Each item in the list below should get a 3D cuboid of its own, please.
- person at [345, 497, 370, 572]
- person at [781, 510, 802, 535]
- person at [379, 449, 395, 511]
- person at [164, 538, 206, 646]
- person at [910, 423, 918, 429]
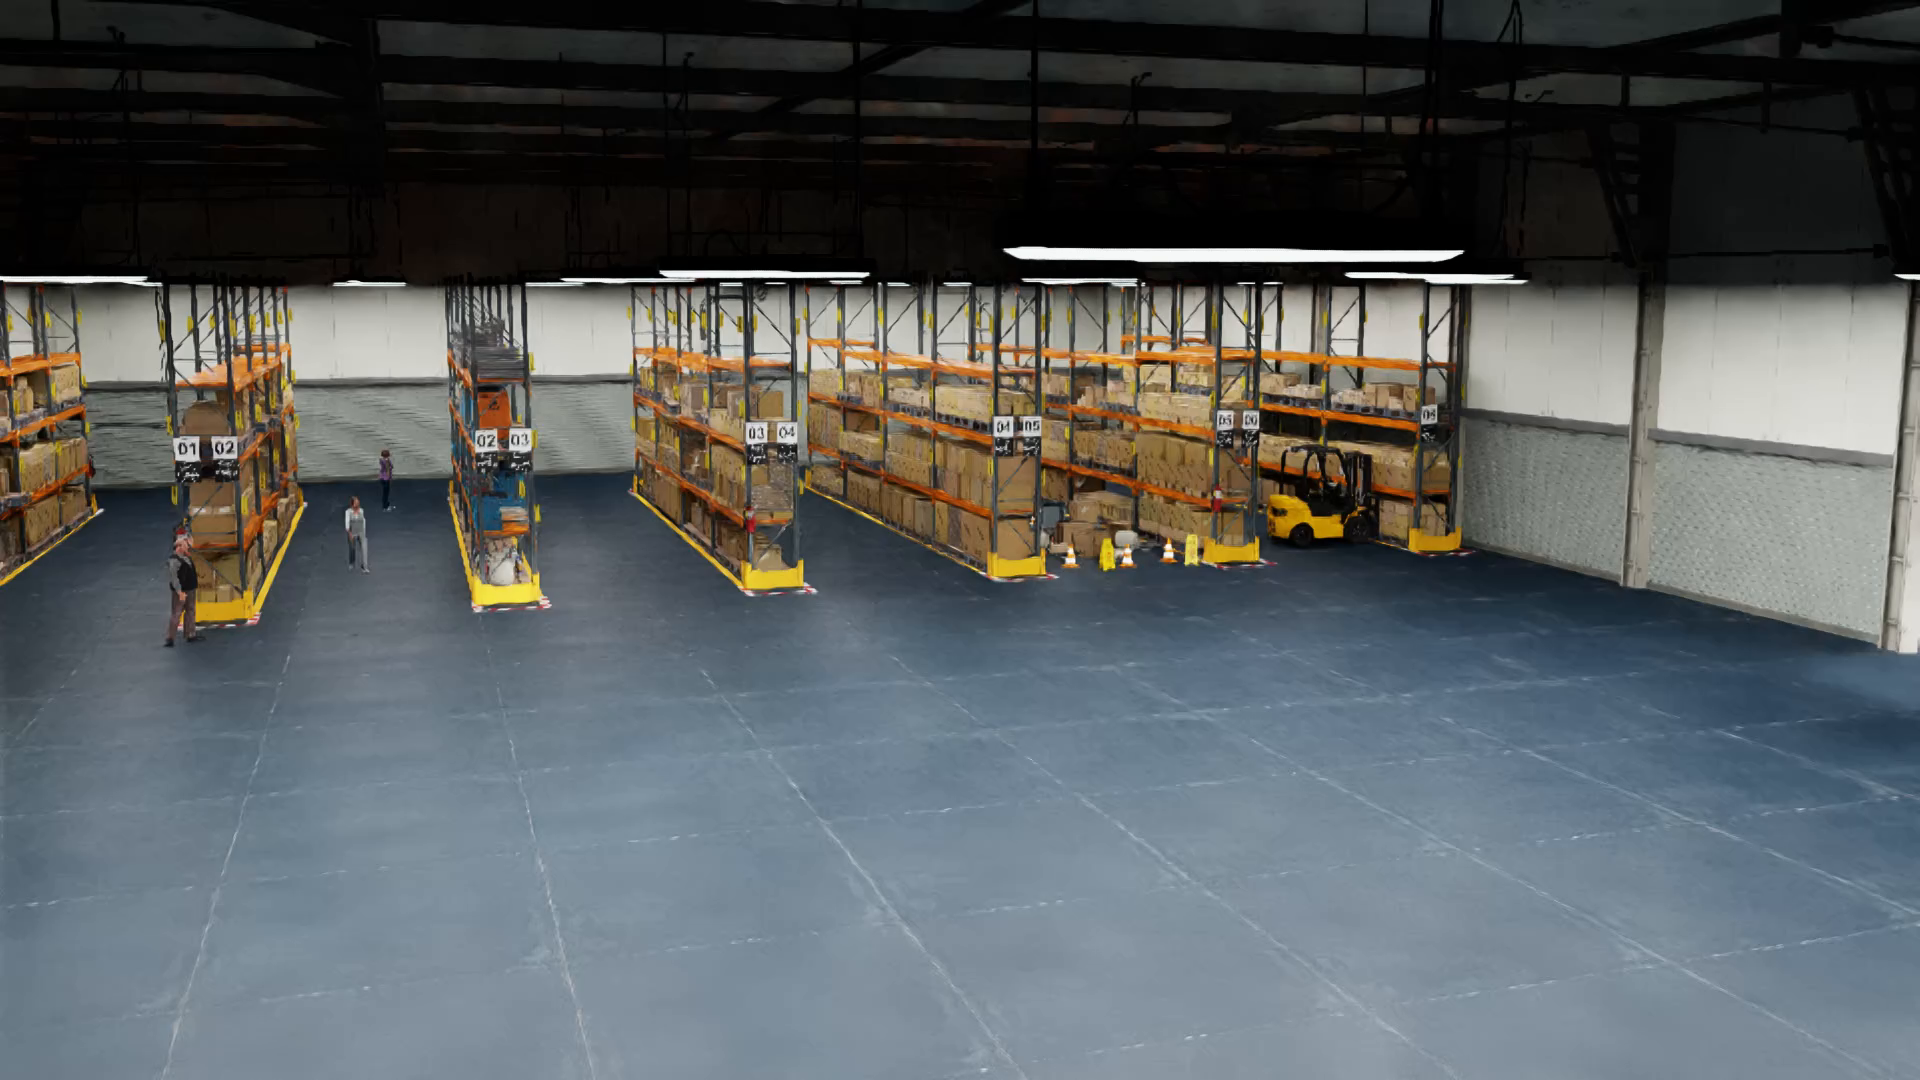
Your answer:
[{"bbox_3d":[-12.259,-0.126,33.749,0.411,1.534,0.956,-4,10,-27],"label":"person"},{"bbox_3d":[-4.005,-0.928,38.840,0.448,1.590,1.109,-2,9,-16],"label":"person"},{"bbox_3d":[-14.811,-1.563,43.019,0.419,1.603,0.502,-7,11,-38],"label":"person"},{"bbox_3d":[-12.600,0.833,26.871,0.433,1.723,0.686,1,9,8],"label":"person"},{"bbox_3d":[-1.324,-2.860,51.149,0.617,1.771,0.676,6,11,36],"label":"person"}]
